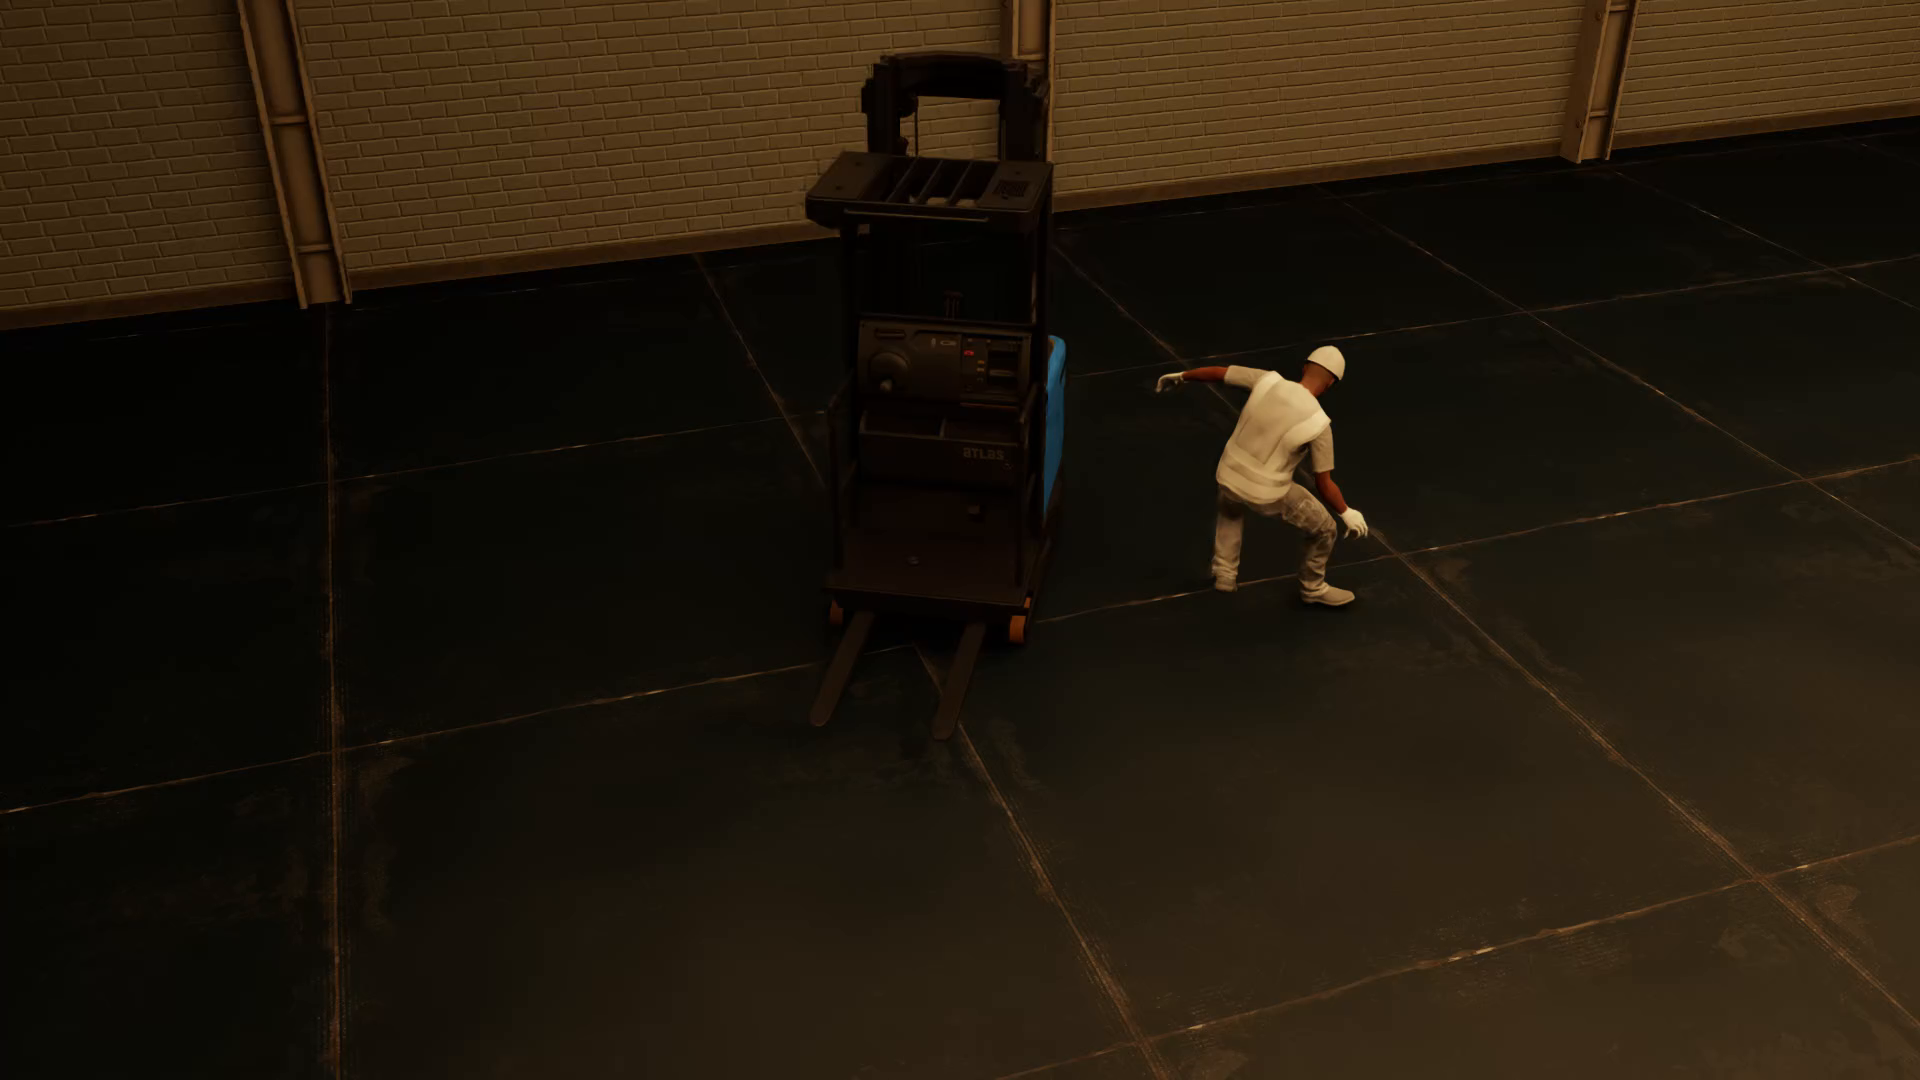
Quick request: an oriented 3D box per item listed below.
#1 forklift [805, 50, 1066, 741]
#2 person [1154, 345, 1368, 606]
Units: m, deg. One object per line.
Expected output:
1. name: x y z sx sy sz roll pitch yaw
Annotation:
1. forklift: -0.123 -0.897 8.645 1.130 2.935 3.031 5 30 9
2. person: 1.647 -0.351 9.109 0.714 1.542 1.241 -23 37 -34
